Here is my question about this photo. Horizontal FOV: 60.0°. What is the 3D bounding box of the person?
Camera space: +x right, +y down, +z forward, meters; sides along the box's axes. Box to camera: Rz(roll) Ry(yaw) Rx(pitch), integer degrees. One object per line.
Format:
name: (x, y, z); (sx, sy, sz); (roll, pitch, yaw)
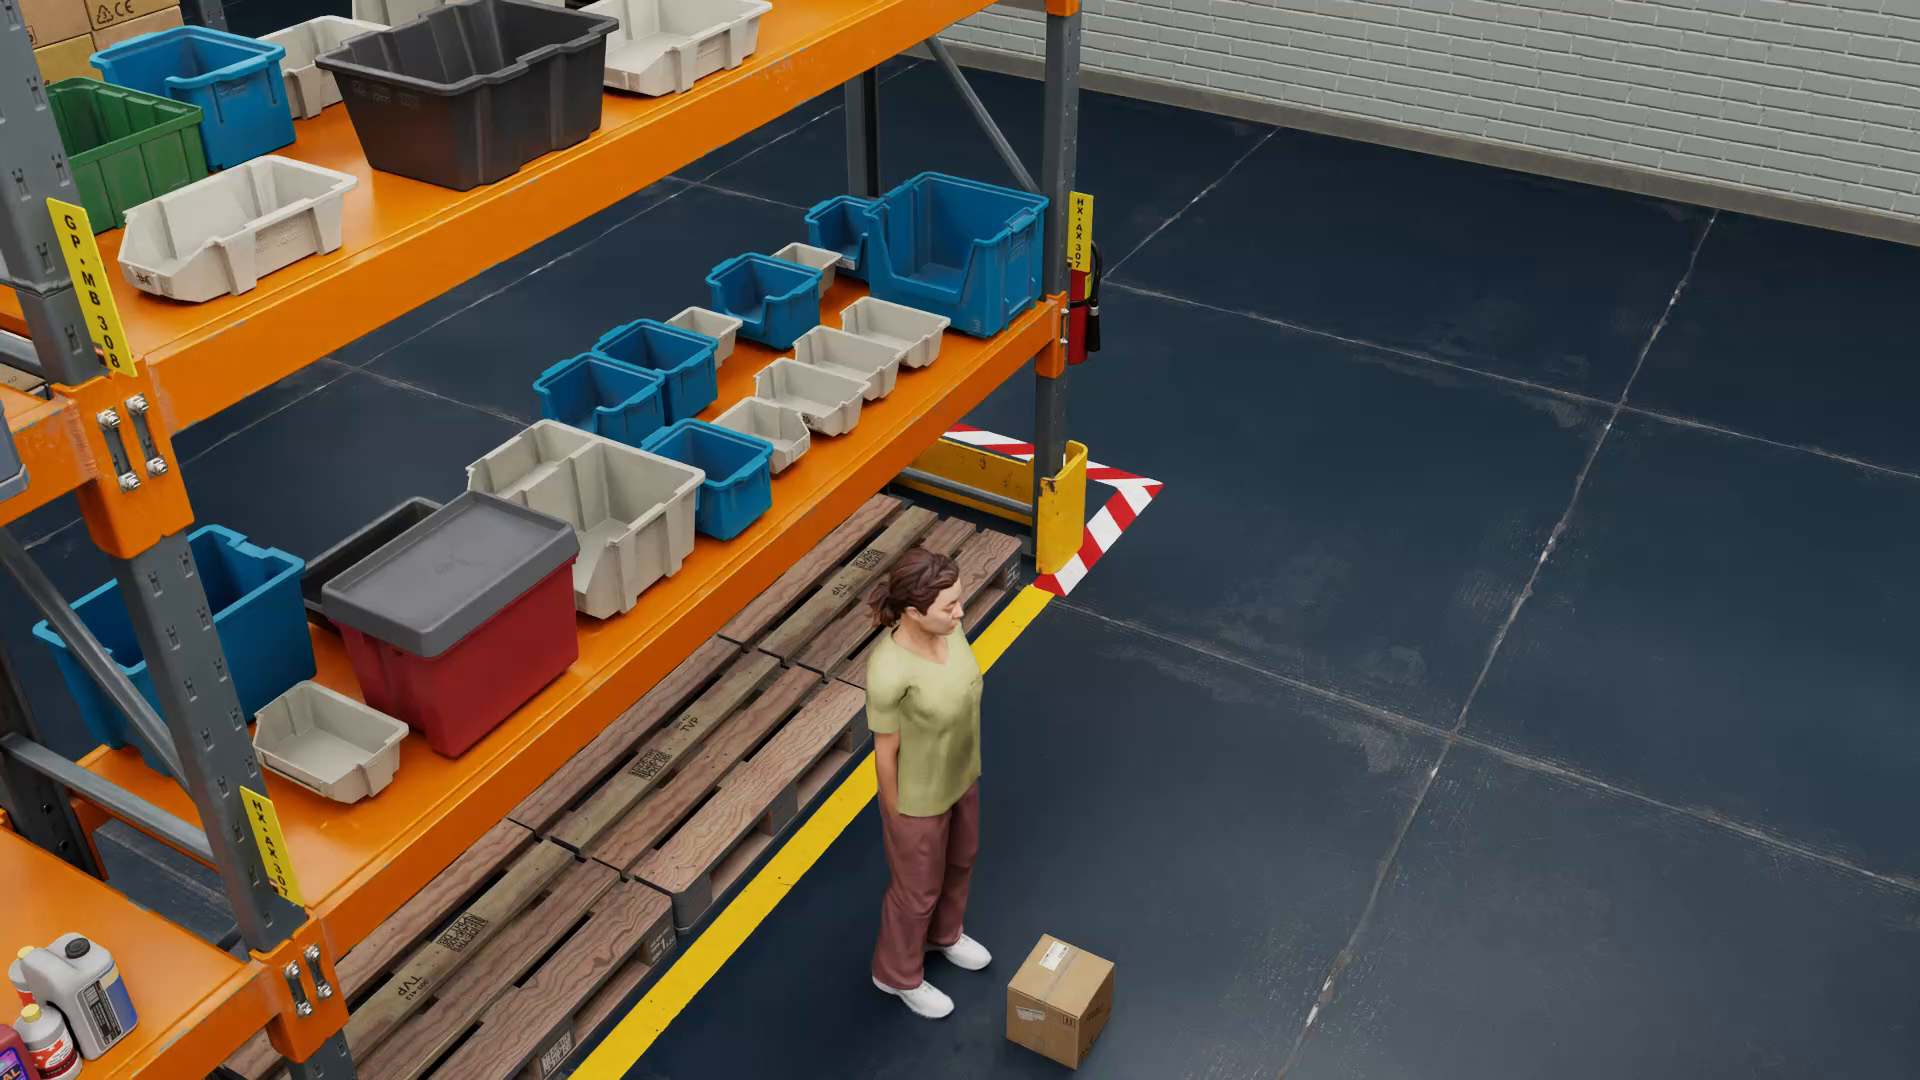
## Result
person: (-0.083, 0.738, 5.068); (0.313, 1.674, 0.442); (19, 38, 25)
